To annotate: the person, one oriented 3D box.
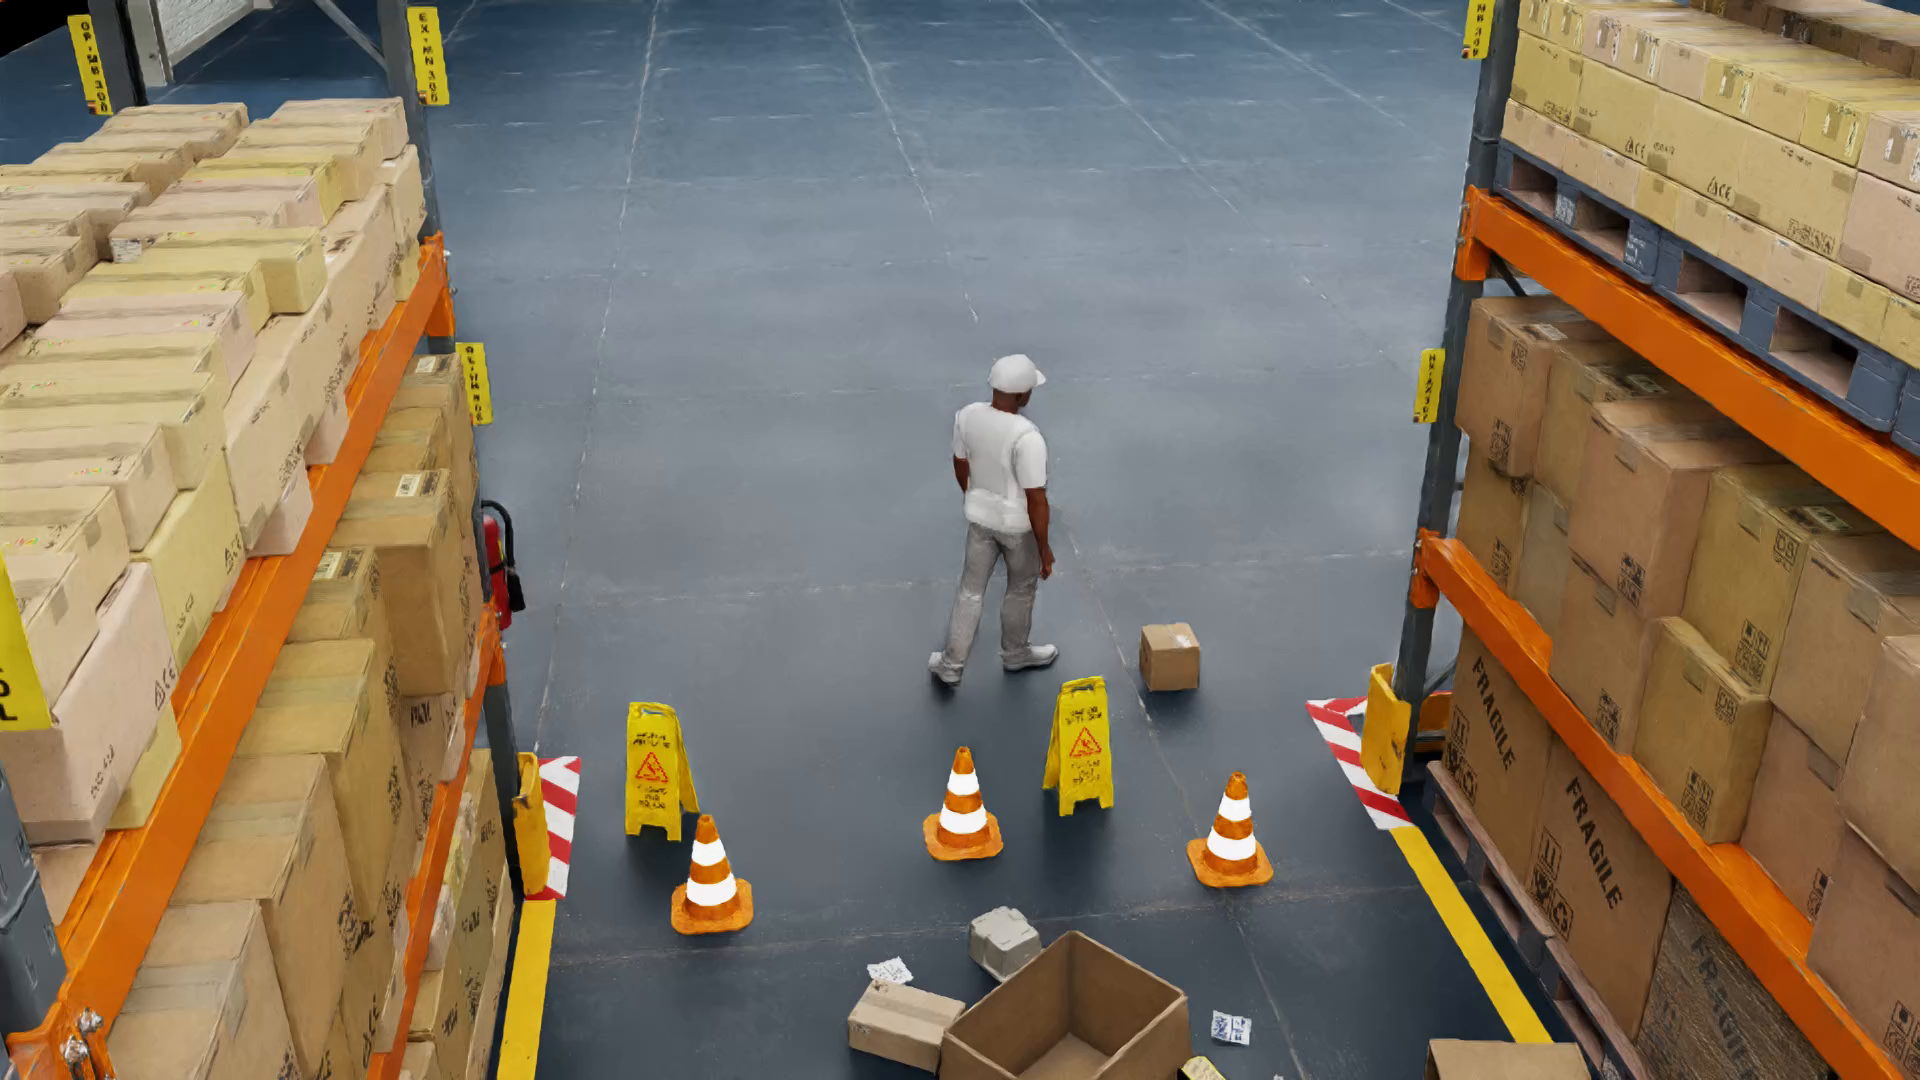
[{"bbox_3d":[0.211,-0.086,8.264,0.671,1.758,0.683,20,33,34],"label":"person"}]
